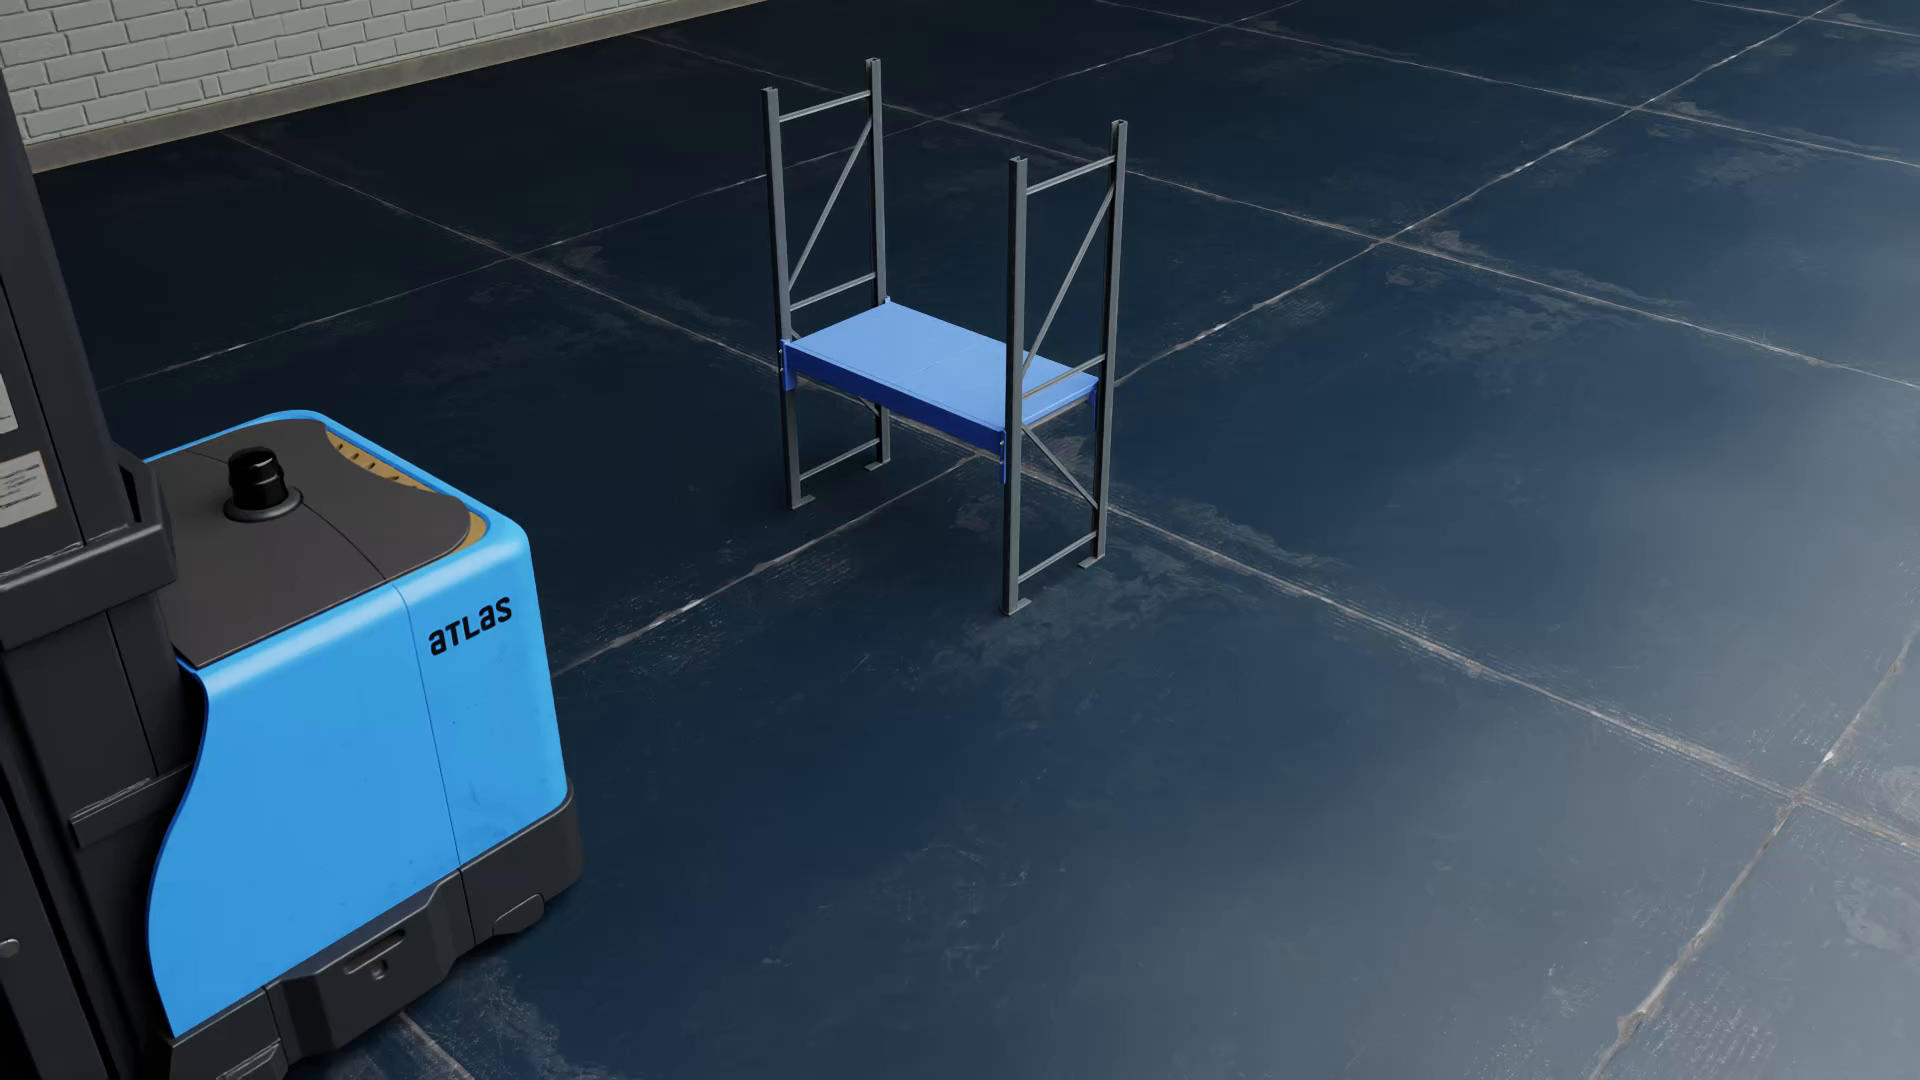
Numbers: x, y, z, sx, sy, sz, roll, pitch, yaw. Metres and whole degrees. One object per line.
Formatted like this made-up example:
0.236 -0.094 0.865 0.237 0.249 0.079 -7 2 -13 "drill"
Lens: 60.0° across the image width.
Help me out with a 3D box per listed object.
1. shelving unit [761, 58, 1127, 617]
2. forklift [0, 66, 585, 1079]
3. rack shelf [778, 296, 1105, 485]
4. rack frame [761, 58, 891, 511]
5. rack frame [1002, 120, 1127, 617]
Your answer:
-0.063 -0.672 5.412 1.048 1.500 0.538 25 39 35 "shelving unit"
-2.306 0.043 2.837 1.130 2.935 3.031 24 39 34 "forklift"
-0.063 -0.518 5.505 1.000 0.185 0.538 25 39 35 "rack shelf"
-0.440 -0.848 5.704 0.032 1.500 0.500 25 39 35 "rack frame"
0.314 -0.496 5.120 0.032 1.500 0.500 25 39 35 "rack frame"
